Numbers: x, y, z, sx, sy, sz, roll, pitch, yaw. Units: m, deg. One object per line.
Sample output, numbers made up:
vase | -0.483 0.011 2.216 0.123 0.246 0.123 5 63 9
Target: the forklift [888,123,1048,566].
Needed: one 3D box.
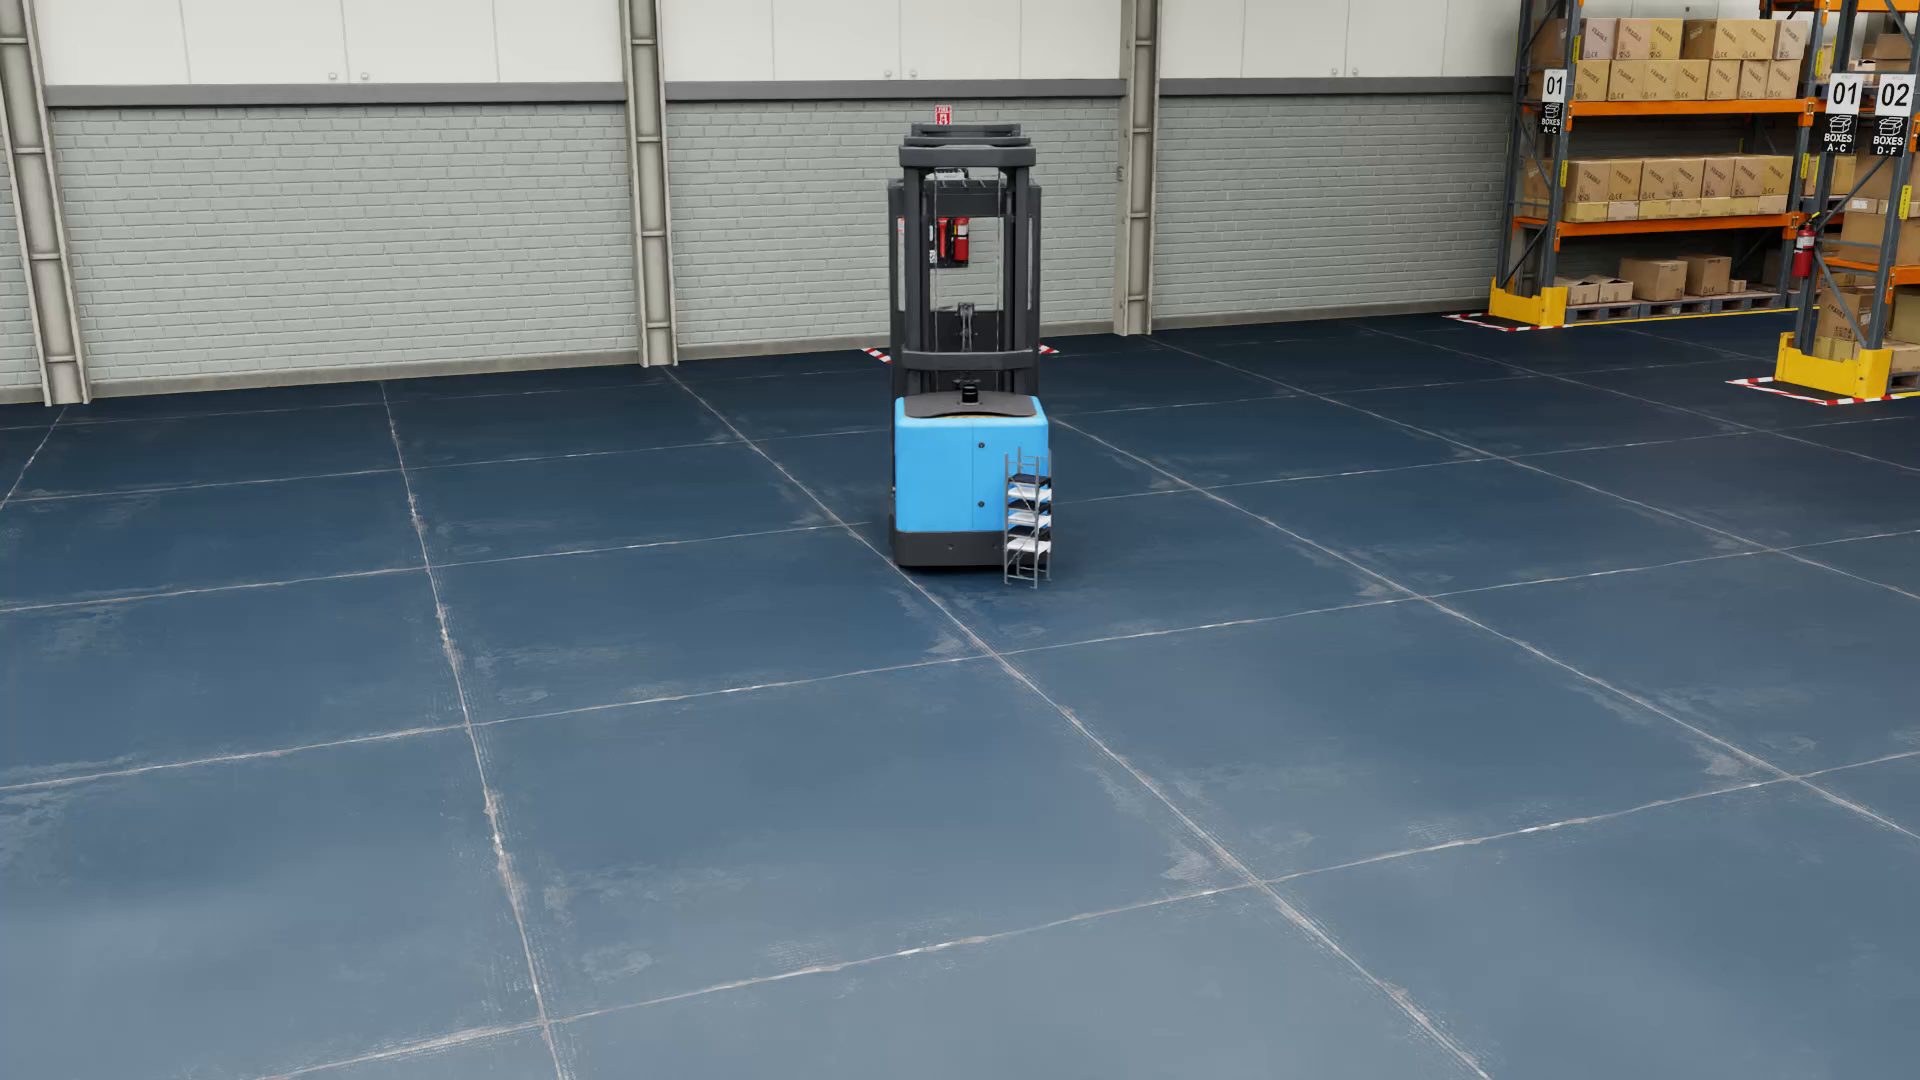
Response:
forklift | 0.024 -1.591 12.315 1.130 2.935 3.031 -1 16 -2

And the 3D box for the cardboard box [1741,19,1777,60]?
cardboard box | 10.282 -6.555 21.786 0.500 0.500 0.500 -5 17 -17

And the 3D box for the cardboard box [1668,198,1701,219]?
cardboard box | 9.428 -4.415 22.040 0.500 0.250 0.500 -6 17 -20

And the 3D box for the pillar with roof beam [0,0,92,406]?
pillar with roof beam | -7.495 -4.585 11.739 0.400 9.000 9.100 -6 17 -20

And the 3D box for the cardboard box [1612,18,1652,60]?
cardboard box | 8.361 -6.344 21.067 0.500 0.500 0.500 -6 18 -21

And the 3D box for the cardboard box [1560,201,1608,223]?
cardboard box | 7.998 -4.259 21.508 0.500 0.250 0.500 -7 18 -22

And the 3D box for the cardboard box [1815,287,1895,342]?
cardboard box | 9.599 -2.427 17.843 0.500 0.500 0.500 -6 17 -20

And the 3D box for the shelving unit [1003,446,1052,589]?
shelving unit | 0.447 -0.148 11.006 0.258 0.900 0.210 8 18 25

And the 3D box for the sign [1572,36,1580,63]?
sign | 7.623 -6.071 20.574 0.005 0.325 0.100 -6 17 -20

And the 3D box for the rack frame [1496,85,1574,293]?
rack frame | 7.428 -4.355 21.606 0.127 3.000 1.000 -6 17 -20

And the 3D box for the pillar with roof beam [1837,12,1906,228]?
pillar with roof beam | 14.916 -7.004 19.979 0.400 9.000 9.100 -6 17 -20

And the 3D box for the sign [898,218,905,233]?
sign | -0.705 -3.798 19.645 0.234 0.329 0.001 -6 17 -20

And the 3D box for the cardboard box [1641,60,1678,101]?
cardboard box | 8.828 -5.918 21.392 0.500 0.500 0.500 -5 17 -18

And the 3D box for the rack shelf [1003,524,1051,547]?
rack shelf | 0.447 -0.030 11.041 0.258 0.077 0.200 8 18 25

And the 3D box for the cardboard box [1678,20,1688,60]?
cardboard box | 9.183 -6.595 21.921 0.500 0.500 0.500 -6 17 -20

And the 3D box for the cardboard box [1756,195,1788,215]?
cardboard box | 10.830 -4.569 22.564 0.500 0.250 0.500 -6 17 -20

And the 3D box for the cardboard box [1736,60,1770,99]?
cardboard box | 10.303 -6.092 21.983 0.500 0.500 0.500 -8 18 -25

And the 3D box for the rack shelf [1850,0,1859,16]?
rack shelf | 11.072 -5.596 17.168 4.000 0.370 1.077 -6 17 -20

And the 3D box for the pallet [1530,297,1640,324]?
pallet | 8.270 -3.098 22.273 1.213 0.211 1.003 -6 17 -20

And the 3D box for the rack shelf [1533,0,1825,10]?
rack shelf | 9.296 -7.089 21.550 4.000 0.370 1.077 -6 17 -20

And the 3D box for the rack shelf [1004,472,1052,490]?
rack shelf | 0.447 -0.375 10.939 0.258 0.077 0.200 8 18 25

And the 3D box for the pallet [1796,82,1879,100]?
pallet | 11.778 -6.142 22.700 1.003 0.211 1.213 -6 17 -20

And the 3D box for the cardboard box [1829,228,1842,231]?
cardboard box | 12.739 -4.308 23.768 0.500 0.250 0.500 -7 18 -22

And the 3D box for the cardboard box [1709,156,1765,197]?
cardboard box | 10.369 -4.875 22.276 0.500 0.500 0.500 -6 17 -20

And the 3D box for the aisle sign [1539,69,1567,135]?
aisle sign | 7.468 -5.517 20.947 0.004 0.787 0.394 -6 17 -20

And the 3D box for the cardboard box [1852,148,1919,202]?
cardboard box | 9.694 -3.772 17.139 0.500 0.500 0.700 -6 17 -20

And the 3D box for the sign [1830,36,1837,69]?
sign | 9.023 -5.023 17.124 0.005 0.325 0.100 -6 17 -20

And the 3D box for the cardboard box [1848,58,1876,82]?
cardboard box | 12.278 -6.453 22.838 0.500 0.311 0.500 -6 17 -18

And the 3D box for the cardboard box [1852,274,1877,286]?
cardboard box | 12.800 -3.955 23.899 0.500 0.500 0.700 -6 17 -19

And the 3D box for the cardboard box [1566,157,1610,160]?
cardboard box | 8.266 -4.805 22.035 0.500 0.500 0.500 -6 17 -19

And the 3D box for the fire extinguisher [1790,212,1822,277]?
fire extinguisher | 8.928 -3.126 17.556 0.183 0.674 0.296 -6 17 -20

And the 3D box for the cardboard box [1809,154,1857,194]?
cardboard box | 12.175 -5.115 23.233 0.500 0.500 0.700 -4 17 -14

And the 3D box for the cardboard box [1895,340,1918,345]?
cardboard box | 10.250 -1.982 17.657 0.500 0.250 0.500 -6 17 -20

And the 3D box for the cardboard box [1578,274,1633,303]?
cardboard box | 8.639 -3.380 22.276 0.500 0.311 0.500 -5 17 -15

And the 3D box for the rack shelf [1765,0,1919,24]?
rack shelf | 13.031 -7.302 22.979 4.000 0.370 1.077 -6 17 -20

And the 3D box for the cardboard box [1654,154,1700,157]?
cardboard box | 9.698 -4.964 22.578 0.500 0.500 0.500 -6 17 -19

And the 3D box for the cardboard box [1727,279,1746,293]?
cardboard box | 10.675 -3.549 23.106 0.250 0.166 0.380 -9 18 -27

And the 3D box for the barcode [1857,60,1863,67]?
barcode | 9.313 -4.928 17.201 0.075 0.075 0.001 -6 17 -20

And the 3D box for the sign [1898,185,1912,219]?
sign | 9.397 -3.359 16.537 0.005 0.325 0.100 -6 17 -20

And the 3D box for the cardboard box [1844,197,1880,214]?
cardboard box | 9.493 -3.500 17.366 0.250 0.149 0.380 -6 18 -21

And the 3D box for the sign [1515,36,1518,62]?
sign | 7.248 -6.368 21.563 0.005 0.325 0.100 -6 17 -20

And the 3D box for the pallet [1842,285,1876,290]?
pallet | 13.031 -3.624 24.064 1.213 0.211 1.003 -6 17 -20

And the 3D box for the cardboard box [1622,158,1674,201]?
cardboard box | 8.931 -4.720 21.746 0.500 0.500 0.500 -7 18 -22

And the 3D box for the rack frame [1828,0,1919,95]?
rack frame | 9.204 -5.931 16.324 0.127 3.000 1.000 -6 17 -20
